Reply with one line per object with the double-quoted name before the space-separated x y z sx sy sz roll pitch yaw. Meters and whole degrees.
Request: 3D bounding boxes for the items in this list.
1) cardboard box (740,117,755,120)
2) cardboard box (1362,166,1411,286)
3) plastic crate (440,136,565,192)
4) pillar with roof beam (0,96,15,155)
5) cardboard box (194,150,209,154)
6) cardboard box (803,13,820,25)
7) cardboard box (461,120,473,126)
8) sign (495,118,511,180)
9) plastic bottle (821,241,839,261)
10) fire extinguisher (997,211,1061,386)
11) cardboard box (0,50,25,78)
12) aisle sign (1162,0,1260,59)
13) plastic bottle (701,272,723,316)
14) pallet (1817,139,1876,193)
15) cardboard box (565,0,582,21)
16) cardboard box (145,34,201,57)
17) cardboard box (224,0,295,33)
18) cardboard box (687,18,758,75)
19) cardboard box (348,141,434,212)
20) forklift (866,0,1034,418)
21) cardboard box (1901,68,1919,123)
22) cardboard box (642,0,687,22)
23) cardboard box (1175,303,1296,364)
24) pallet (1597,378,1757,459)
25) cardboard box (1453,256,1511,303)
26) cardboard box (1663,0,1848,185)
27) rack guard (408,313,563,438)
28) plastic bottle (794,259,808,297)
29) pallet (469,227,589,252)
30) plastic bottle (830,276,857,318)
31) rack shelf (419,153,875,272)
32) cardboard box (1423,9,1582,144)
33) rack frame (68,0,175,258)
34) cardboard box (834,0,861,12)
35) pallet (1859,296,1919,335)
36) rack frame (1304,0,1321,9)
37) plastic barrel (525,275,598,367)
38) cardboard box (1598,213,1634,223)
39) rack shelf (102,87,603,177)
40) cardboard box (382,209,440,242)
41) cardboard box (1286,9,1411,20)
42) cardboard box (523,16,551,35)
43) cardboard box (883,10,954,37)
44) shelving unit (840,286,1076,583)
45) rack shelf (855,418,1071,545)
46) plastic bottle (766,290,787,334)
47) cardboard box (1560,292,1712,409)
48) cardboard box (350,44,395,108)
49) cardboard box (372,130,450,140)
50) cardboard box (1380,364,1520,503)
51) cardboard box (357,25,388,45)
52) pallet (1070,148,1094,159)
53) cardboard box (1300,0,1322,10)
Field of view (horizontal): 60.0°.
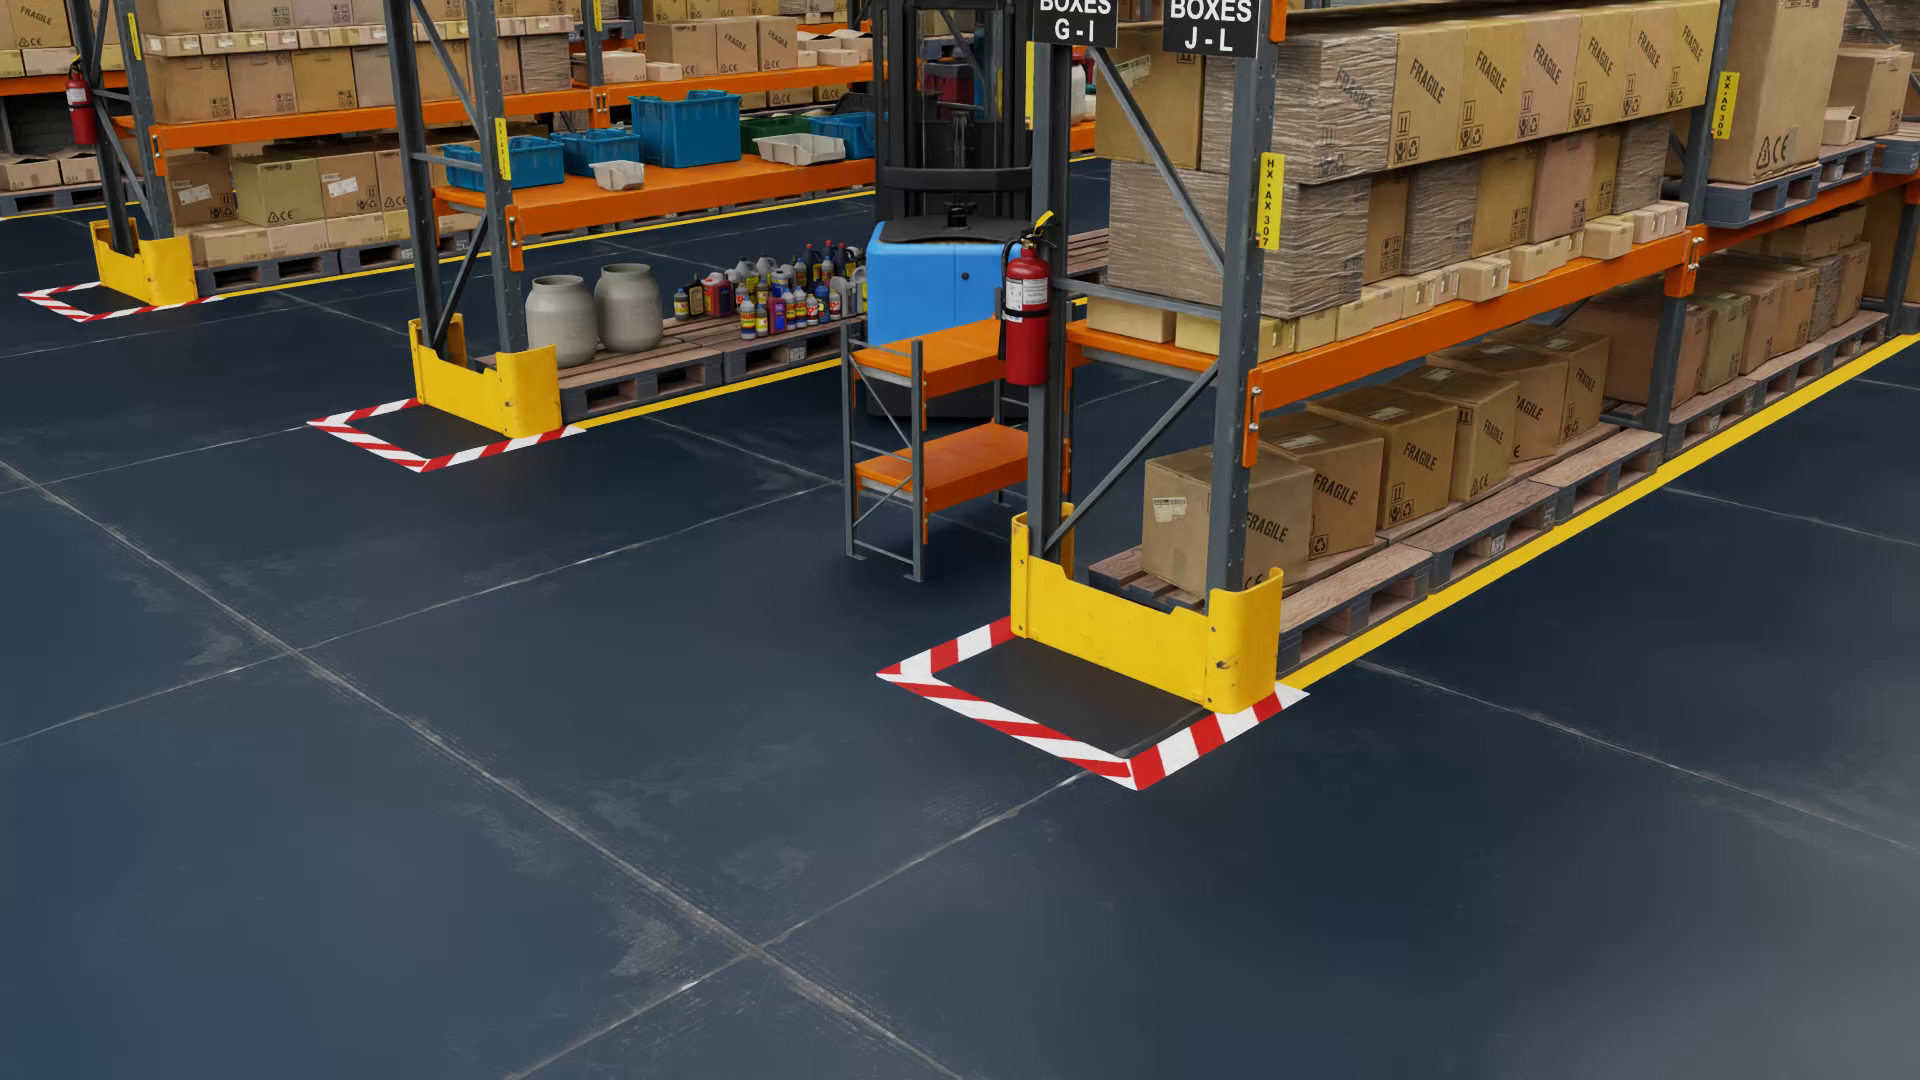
"cardboard box" -2.134 -4.278 17.490 0.500 0.311 0.500 18 28 39
"cardboard box" 1.340 -1.374 6.916 0.875 0.500 0.500 19 28 41
"plastic crate" -2.740 -2.270 10.006 0.499 0.251 0.616 19 28 41
"pillar with roof beam" -7.020 -6.734 13.053 9.100 9.000 0.400 19 28 41
"cardboard box" -8.313 -4.112 17.952 0.380 0.149 0.250 17 27 36
"cardboard box" -2.149 -7.225 23.014 0.380 0.149 0.250 19 28 41
"cardboard box" -5.972 -5.142 20.142 0.700 0.500 0.500 20 28 41
"sign" -2.484 -2.126 9.039 0.100 0.325 0.005 19 28 41
"plastic bottle" -0.945 -2.029 12.251 0.185 0.351 0.144 -19 28 -41
"fire extinguisher" 0.264 -0.946 6.462 0.296 0.674 0.183 19 28 41
"cardboard box" -9.405 -4.600 16.044 0.500 0.250 0.500 18 28 39
"aisle sign" 0.845 -2.018 5.521 0.394 0.787 0.004 19 28 41
"plastic bottle" -1.713 -1.709 11.524 0.152 0.276 0.135 20 28 41
"pallet" 4.903 -2.344 10.259 1.003 0.211 1.213 19 28 41
"cardboard box" -5.084 -6.650 20.442 0.700 0.500 0.500 16 26 36
"cardboard box" -5.993 -3.773 12.665 0.380 0.149 0.250 19 28 40
"cardboard box" -5.687 -4.295 13.121 0.700 0.500 0.500 18 28 39
"cardboard box" -2.367 -4.909 16.525 0.500 0.500 0.500 19 28 41
"cardboard box" -4.840 -3.106 14.176 0.500 0.500 0.500 19 28 41
"forklift" 0.015 -2.564 10.661 1.130 2.935 3.031 1 21 2
"cardboard box" 6.789 -3.056 11.705 0.500 0.500 0.500 -19 28 -40
"cardboard box" -3.870 -6.927 21.334 0.500 0.500 0.500 -19 28 -40
"cardboard box" 1.043 -0.792 6.305 0.380 0.149 0.250 19 28 41
"pallet" 4.006 -0.823 9.921 1.003 0.211 1.213 19 28 41
"cardboard box" 2.159 -1.153 7.245 0.380 0.149 0.250 19 28 41
"cardboard box" 4.119 -2.569 9.157 1.000 1.000 1.000 19 28 41
"rack guard" -2.856 -1.000 9.979 1.175 0.500 0.348 19 28 41
"plastic bottle" -1.153 -1.896 12.017 0.097 0.271 0.097 0 21 0
"pallet" -4.216 -2.909 15.348 1.003 0.211 1.213 19 28 41
"plastic bottle" -0.803 -1.687 11.466 0.135 0.276 0.152 -20 28 -41
"rack shelf" -1.480 -2.314 10.916 1.077 0.370 4.000 19 28 41
"cardboard box" 2.299 -2.007 7.168 0.500 0.500 0.500 19 28 41
"rack frame" -6.421 -3.376 12.677 1.000 3.000 0.127 19 28 41
"cardboard box" -1.743 -7.713 23.378 0.500 0.500 0.500 19 28 40
"pallet" 6.858 -1.834 12.553 1.003 0.211 1.213 19 28 41
"rack frame" 2.706 -4.192 14.800 1.000 3.000 0.127 19 28 41
"plastic barrel" -2.471 -1.359 10.310 0.421 0.512 0.421 0 21 0
"cardboard box" 3.126 -1.567 8.320 0.380 0.149 0.250 19 28 41
"rack shelf" -5.026 -3.554 14.144 1.077 0.370 4.000 19 28 41
"cardboard box" -4.840 -2.756 14.311 0.500 0.250 0.500 19 28 41
"cardboard box" 1.576 -2.009 7.173 0.500 0.500 0.500 19 28 41
"cardboard box" -3.841 -4.567 14.733 0.380 0.149 0.250 19 28 40
"cardboard box" -0.482 -5.865 18.429 0.700 0.500 0.500 9 23 23
"shelving unit" 0.005 -0.527 7.877 0.538 1.125 1.048 19 28 41
"rack shelf" 0.005 -0.299 7.965 0.538 0.278 1.000 19 28 41
"plastic bottle" -1.216 -1.515 11.007 0.133 0.283 0.061 -20 28 -41
"cardboard box" 3.908 -1.115 9.666 0.700 0.500 0.500 17 27 37
"cardboard box" -5.009 -3.938 14.001 0.500 0.500 0.700 -19 28 -40
"cardboard box" -4.876 -3.369 14.861 0.500 0.500 0.500 19 28 41
"cardboard box" 2.385 -0.532 8.177 0.500 0.500 0.500 16 26 36
"cardboard box" -4.921 -4.168 13.693 0.380 0.149 0.250 20 28 41
"pallet" 1.409 -4.941 20.635 1.003 0.211 1.213 19 28 41
"cardboard box" 4.623 -7.352 22.883 0.500 0.500 0.500 -19 28 -40
